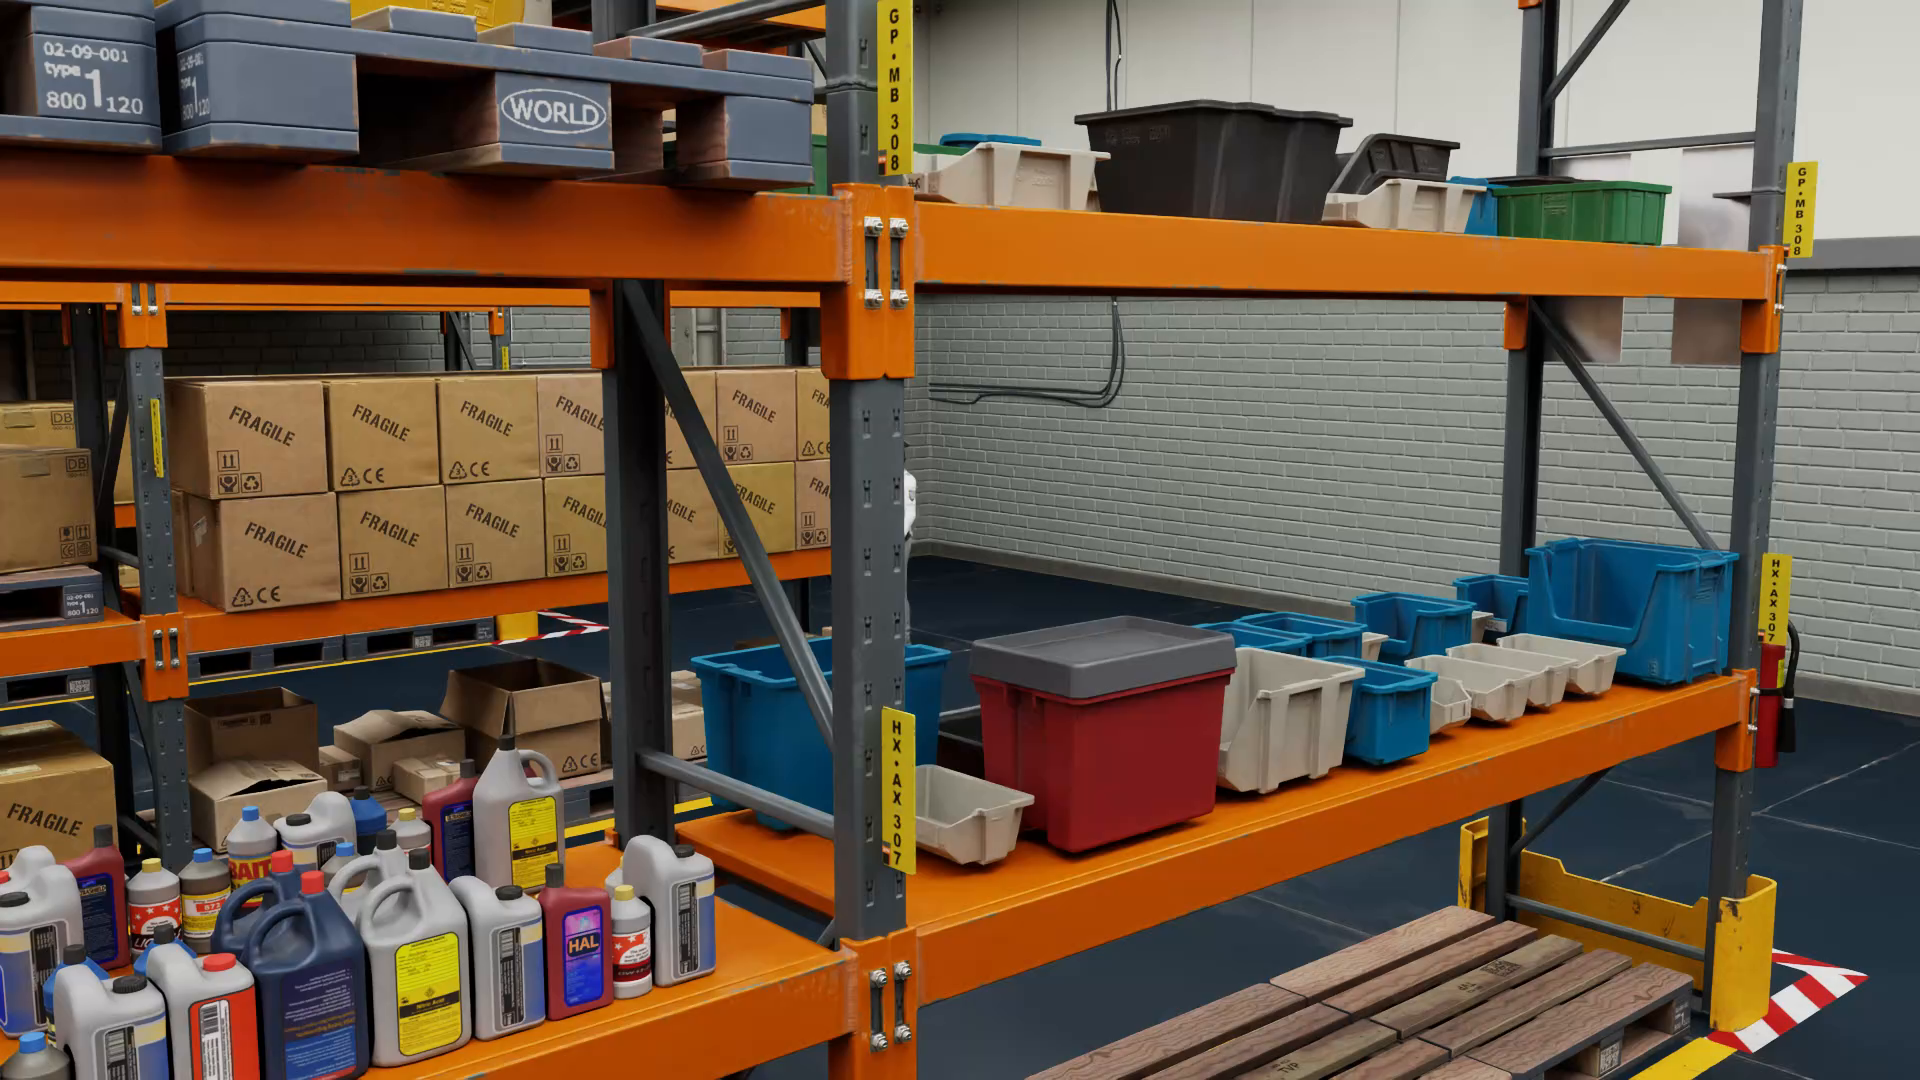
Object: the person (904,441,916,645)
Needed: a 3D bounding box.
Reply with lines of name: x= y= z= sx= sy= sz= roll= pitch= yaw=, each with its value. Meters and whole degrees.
person: x=-0.600 y=0.038 z=12.939 sx=0.538 sy=1.702 sz=0.493 roll=6 pitch=10 yaw=39
